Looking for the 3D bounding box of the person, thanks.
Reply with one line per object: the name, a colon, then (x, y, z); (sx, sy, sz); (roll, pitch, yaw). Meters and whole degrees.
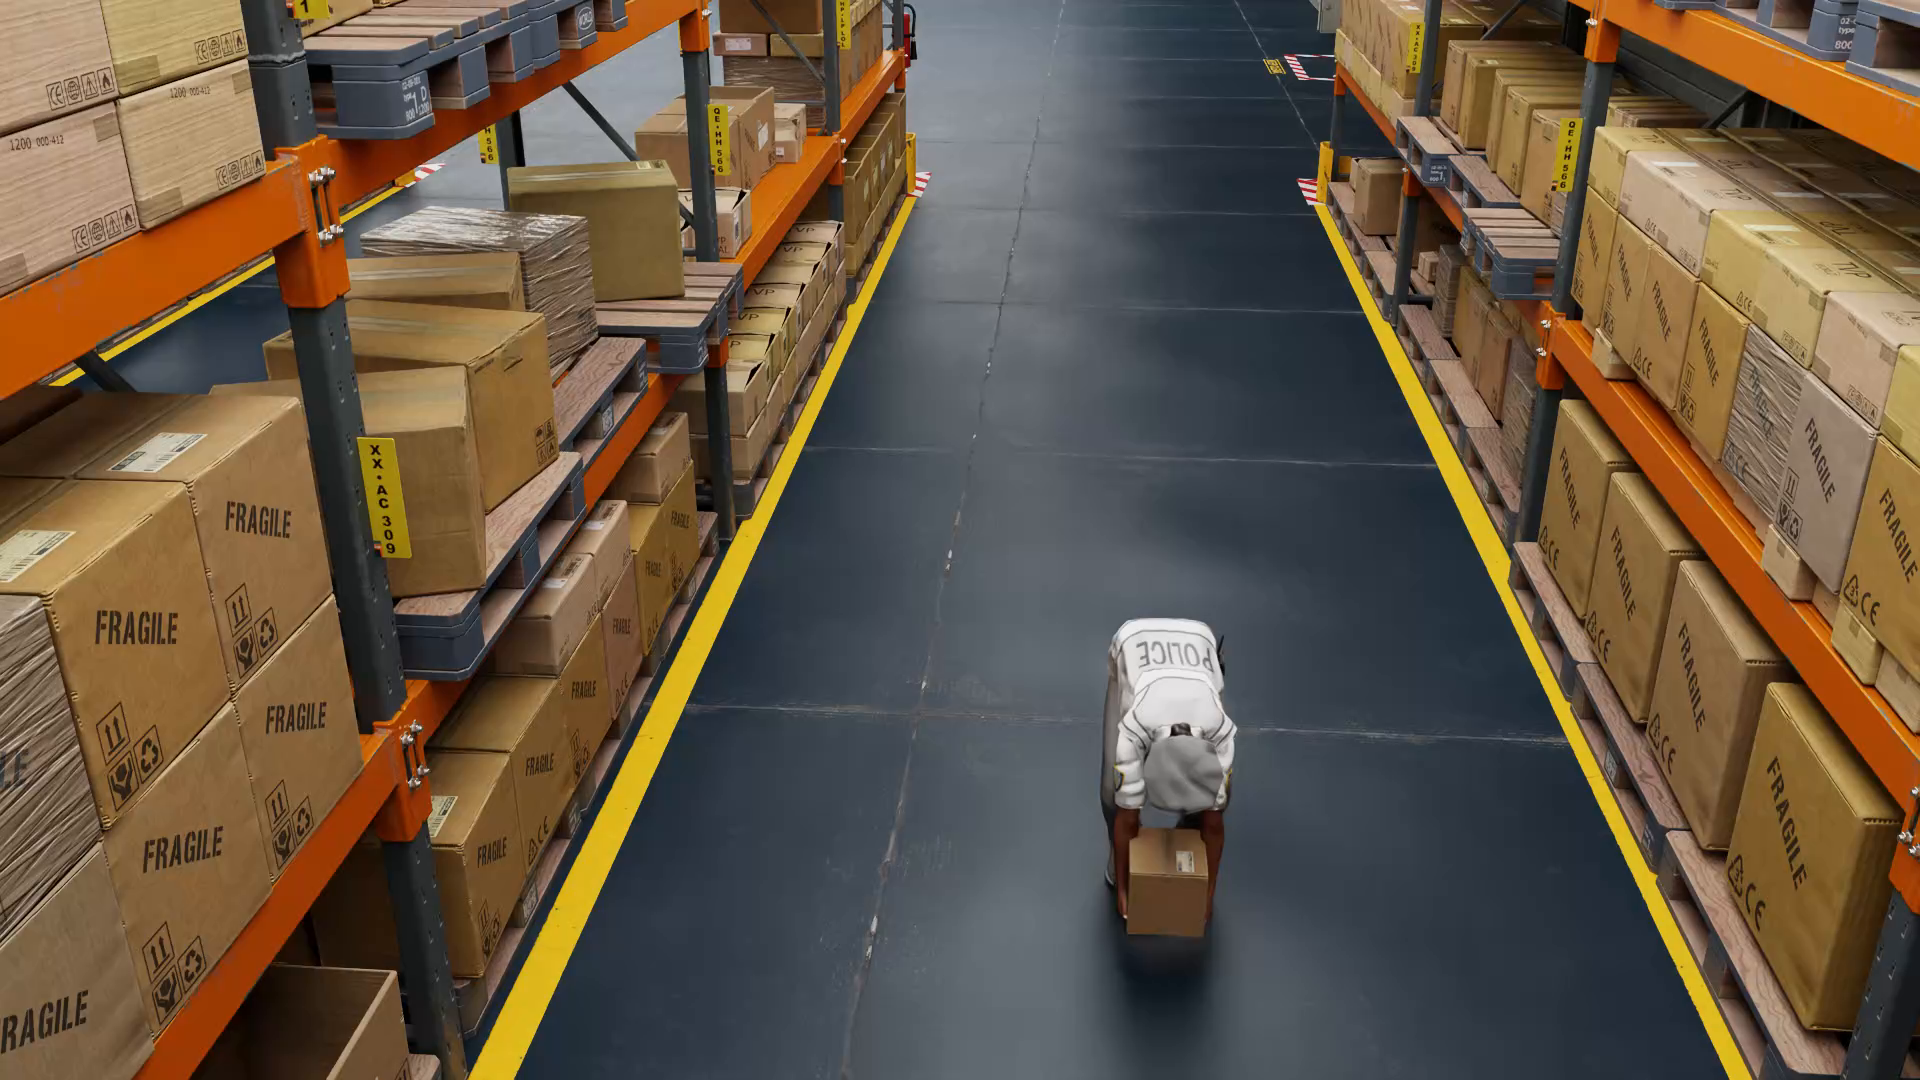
person: (0.703, 0.828, 5.616); (0.449, 0.987, 0.927); (1, 25, 2)
